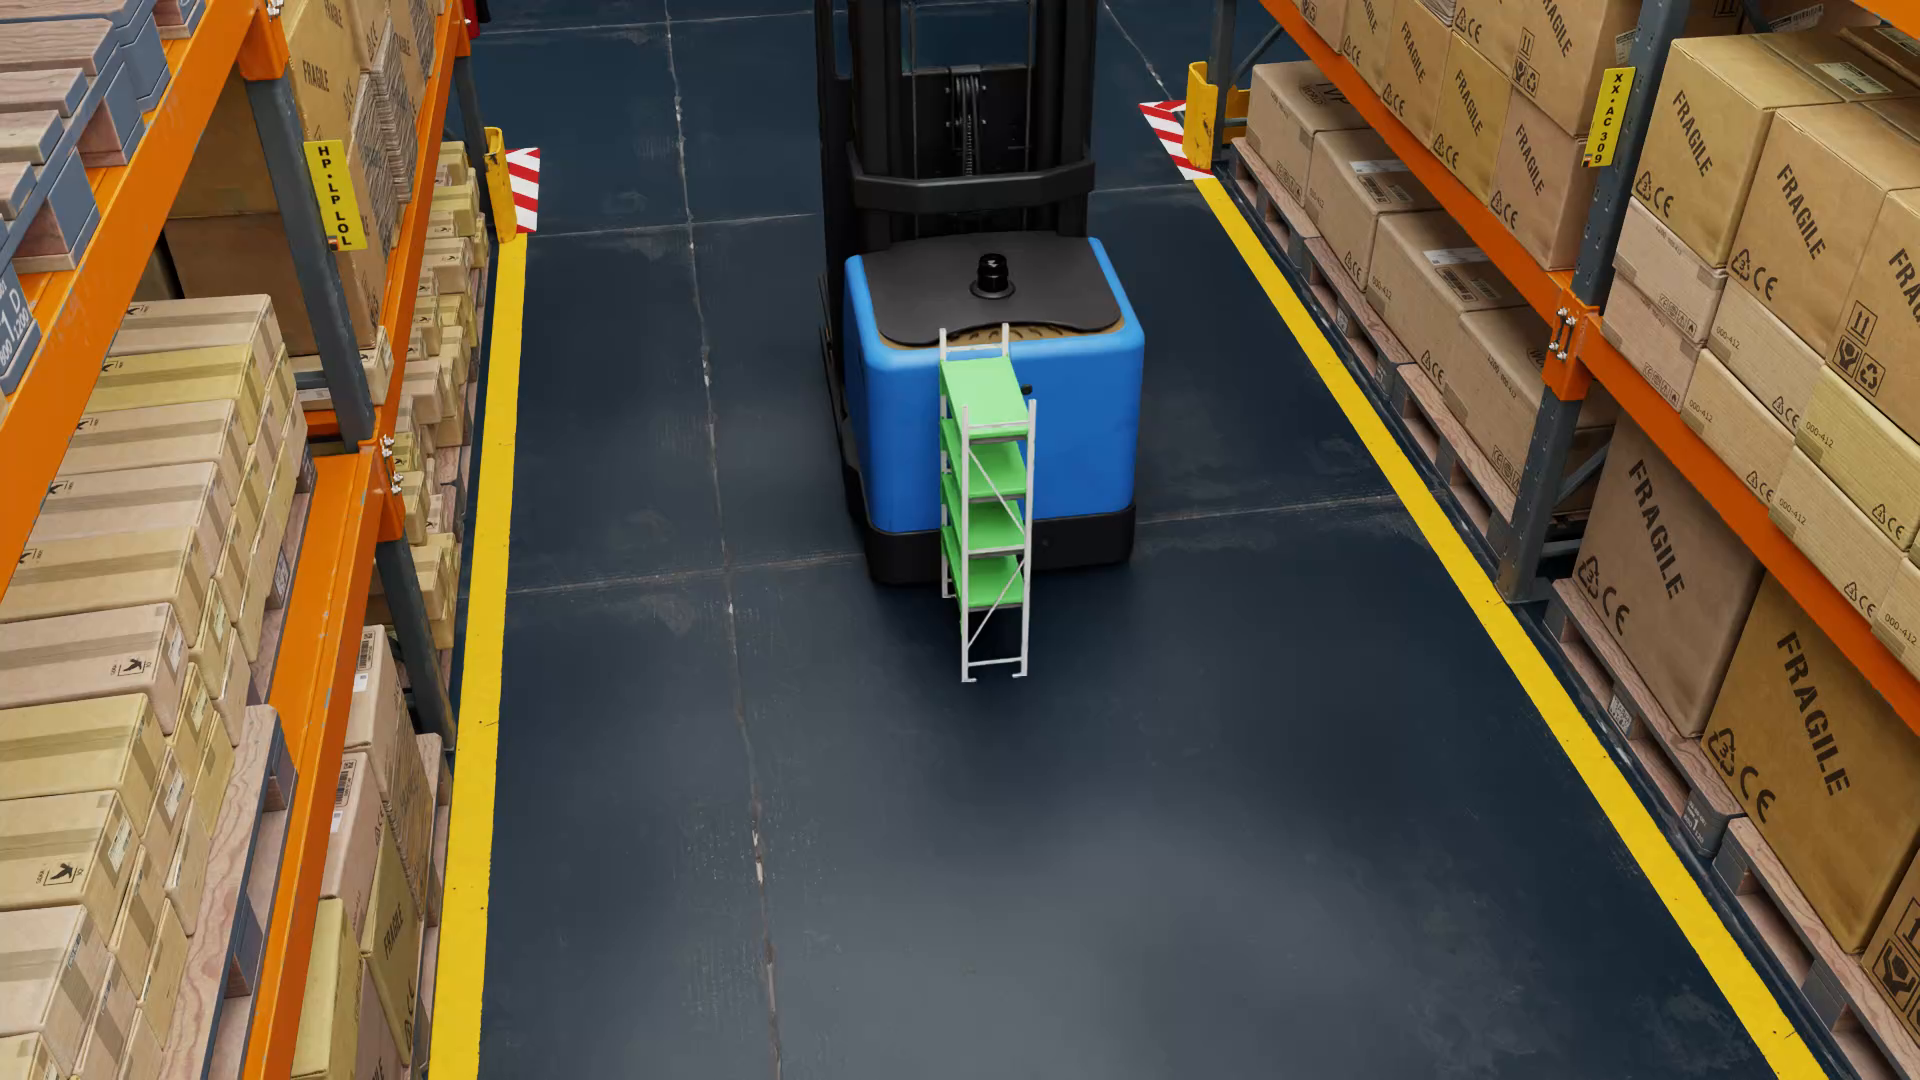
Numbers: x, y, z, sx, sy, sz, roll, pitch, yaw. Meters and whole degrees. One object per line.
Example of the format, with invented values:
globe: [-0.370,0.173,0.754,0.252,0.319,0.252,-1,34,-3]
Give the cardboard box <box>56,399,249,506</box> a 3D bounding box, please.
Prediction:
cardboard box: [-1.910,-0.188,3.924,0.380,0.149,0.250,-7,38,-9]

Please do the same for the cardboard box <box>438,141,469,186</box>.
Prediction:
cardboard box: [-2.623,-1.824,8.150,0.380,0.149,0.250,-6,38,-7]

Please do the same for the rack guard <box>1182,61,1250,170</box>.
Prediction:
rack guard: [1.887,-2.463,9.513,1.175,0.500,0.348,-6,38,-8]

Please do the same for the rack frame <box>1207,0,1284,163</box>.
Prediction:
rack frame: [1.891,-3.435,8.727,1.000,3.000,0.127,-6,38,-8]

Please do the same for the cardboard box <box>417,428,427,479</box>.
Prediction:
cardboard box: [-2.268,-0.287,6.413,0.380,0.149,0.250,-8,39,-10]

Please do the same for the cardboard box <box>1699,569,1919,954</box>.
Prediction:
cardboard box: [2.946,0.564,4.968,0.875,0.875,0.875,-5,38,-7]

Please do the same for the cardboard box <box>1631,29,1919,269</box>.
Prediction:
cardboard box: [2.386,-1.157,4.898,0.500,0.500,0.500,-6,38,-7]

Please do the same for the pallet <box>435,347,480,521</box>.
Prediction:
pallet: [-2.633,-0.465,7.177,1.003,0.211,1.213,-6,38,-8]

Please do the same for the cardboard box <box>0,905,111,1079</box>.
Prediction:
cardboard box: [-1.636,0.755,2.711,0.380,0.149,0.250,-5,38,-6]

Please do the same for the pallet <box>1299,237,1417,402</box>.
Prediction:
pallet: [2.319,-1.124,8.025,1.003,0.211,1.213,-6,38,-8]

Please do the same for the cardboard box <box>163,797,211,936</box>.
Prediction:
cardboard box: [-1.721,0.674,3.301,0.380,0.149,0.250,-7,38,-9]

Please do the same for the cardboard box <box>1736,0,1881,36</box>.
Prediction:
cardboard box: [2.747,-1.767,5.684,0.500,0.500,0.500,-6,38,-8]

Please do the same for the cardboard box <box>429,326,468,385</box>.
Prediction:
cardboard box: [-2.293,-0.766,7.030,0.380,0.149,0.250,-6,38,-7]

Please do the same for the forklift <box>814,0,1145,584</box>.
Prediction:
forklift: [-0.054,-1.889,6.792,1.130,2.935,3.031,-6,38,-7]

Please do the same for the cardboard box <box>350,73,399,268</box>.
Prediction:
cardboard box: [-2.196,-1.207,5.535,0.500,0.500,0.500,-6,38,-8]

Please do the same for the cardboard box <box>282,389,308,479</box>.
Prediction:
cardboard box: [-1.999,-0.274,4.520,0.380,0.149,0.250,-7,38,-9]

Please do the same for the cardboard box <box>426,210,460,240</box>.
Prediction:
cardboard box: [-2.482,-1.361,7.553,0.380,0.149,0.250,-8,39,-10]

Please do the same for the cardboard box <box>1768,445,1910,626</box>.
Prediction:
cardboard box: [2.576,-0.042,4.482,0.500,0.250,0.500,-7,38,-8]

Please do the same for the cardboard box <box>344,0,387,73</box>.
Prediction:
cardboard box: [-2.267,-1.896,5.606,0.500,0.500,0.500,-6,38,-7]

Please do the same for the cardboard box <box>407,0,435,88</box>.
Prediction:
cardboard box: [-2.449,-2.138,6.734,0.500,0.500,0.500,-6,38,-8]

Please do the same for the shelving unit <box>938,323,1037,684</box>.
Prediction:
shelving unit: [0.088,-0.113,5.918,0.258,1.200,0.503,-6,38,-7]

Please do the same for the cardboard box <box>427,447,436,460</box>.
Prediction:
cardboard box: [-2.328,-0.332,6.714,0.380,0.149,0.250,-8,39,-10]

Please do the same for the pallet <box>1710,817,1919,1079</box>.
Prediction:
pallet: [3.019,1.278,4.933,1.003,0.211,1.213,-6,38,-8]

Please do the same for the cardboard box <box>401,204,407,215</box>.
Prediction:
cardboard box: [-2.270,-1.323,6.213,0.380,0.149,0.250,-5,38,-6]

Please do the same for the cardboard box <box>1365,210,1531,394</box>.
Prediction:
cardboard box: [2.430,-1.105,7.473,0.875,0.438,0.875,-7,38,-9]

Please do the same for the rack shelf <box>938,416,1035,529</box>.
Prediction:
rack shelf: [0.088,-0.252,5.810,0.258,0.148,0.480,-6,38,-7]

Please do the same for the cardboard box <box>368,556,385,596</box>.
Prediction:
cardboard box: [-2.120,0.069,5.713,0.380,0.149,0.250,-5,38,-6]

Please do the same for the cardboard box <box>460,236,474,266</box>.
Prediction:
cardboard box: [-2.498,-1.398,7.843,0.380,0.149,0.250,-8,39,-10]

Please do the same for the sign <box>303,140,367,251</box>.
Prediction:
sign: [-1.718,-0.945,4.578,0.100,0.325,0.005,-6,38,-8]

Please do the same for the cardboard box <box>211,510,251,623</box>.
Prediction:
cardboard box: [-1.859,0.083,3.818,0.380,0.149,0.250,-7,38,-9]

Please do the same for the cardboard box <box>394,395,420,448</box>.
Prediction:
cardboard box: [-2.271,-0.407,6.325,0.380,0.149,0.250,-7,38,-9]

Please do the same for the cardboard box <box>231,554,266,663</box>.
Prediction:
cardboard box: [-1.868,0.185,3.929,0.380,0.149,0.250,-8,39,-10]

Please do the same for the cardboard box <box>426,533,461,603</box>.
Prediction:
cardboard box: [-2.058,0.119,6.134,0.380,0.149,0.250,-5,38,-7]

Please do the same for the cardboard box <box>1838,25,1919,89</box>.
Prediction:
cardboard box: [2.918,-1.211,4.967,0.500,0.500,0.500,-5,38,-6]

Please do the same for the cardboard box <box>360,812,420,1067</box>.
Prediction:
cardboard box: [-1.796,1.125,4.552,0.500,0.500,0.500,-7,38,-9]

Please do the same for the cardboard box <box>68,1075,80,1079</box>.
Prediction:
cardboard box: [-1.594,1.016,2.618,0.380,0.149,0.250,-6,38,-8]

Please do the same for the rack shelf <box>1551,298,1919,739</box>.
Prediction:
rack shelf: [2.943,0.473,4.283,1.077,0.370,4.000,-6,38,-8]

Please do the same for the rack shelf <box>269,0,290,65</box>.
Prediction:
rack shelf: [-2.614,-2.534,5.709,1.077,0.370,4.000,-6,38,-8]

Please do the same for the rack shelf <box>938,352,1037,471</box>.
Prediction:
rack shelf: [0.088,-0.442,5.663,0.258,0.148,0.480,-6,38,-7]

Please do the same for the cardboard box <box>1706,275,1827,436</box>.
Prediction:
cardboard box: [2.511,-0.550,4.727,0.500,0.250,0.500,-6,38,-7]

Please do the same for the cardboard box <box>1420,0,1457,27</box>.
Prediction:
cardboard box: [2.058,-2.323,6.398,0.500,0.500,0.500,-6,38,-7]

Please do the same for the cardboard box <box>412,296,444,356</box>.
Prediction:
cardboard box: [-2.369,-0.878,6.932,0.380,0.149,0.250,-6,38,-8]

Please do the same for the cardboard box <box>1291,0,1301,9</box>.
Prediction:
cardboard box: [1.808,-2.852,7.894,0.500,0.500,0.500,-7,38,-9]

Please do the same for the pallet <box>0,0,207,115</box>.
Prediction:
pallet: [-2.260,-1.152,3.496,1.213,0.211,1.003,-6,38,-8]

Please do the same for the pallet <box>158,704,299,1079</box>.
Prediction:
pallet: [-1.950,0.875,3.336,1.003,0.211,1.213,-6,38,-8]

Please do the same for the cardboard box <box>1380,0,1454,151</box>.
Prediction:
cardboard box: [2.061,-1.924,6.700,0.500,0.500,0.500,-7,38,-9]

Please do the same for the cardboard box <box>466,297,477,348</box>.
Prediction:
cardboard box: [-2.398,-0.978,7.546,0.380,0.149,0.250,-8,39,-10]

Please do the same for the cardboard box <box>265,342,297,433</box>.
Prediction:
cardboard box: [-1.999,-0.391,4.428,0.380,0.149,0.250,-5,38,-7]

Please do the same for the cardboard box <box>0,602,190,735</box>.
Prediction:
cardboard box: [-1.773,0.281,3.321,0.380,0.149,0.250,-8,39,-10]

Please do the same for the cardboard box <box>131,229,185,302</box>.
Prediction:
cardboard box: [-2.627,-0.845,5.068,0.500,0.500,0.500,-6,38,-8]

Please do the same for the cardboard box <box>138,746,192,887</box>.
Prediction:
cardboard box: [-1.728,0.552,3.214,0.380,0.149,0.250,-5,38,-6]

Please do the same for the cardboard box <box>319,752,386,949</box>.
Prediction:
cardboard box: [-1.807,0.834,4.316,0.500,0.250,0.500,-5,38,-6]
